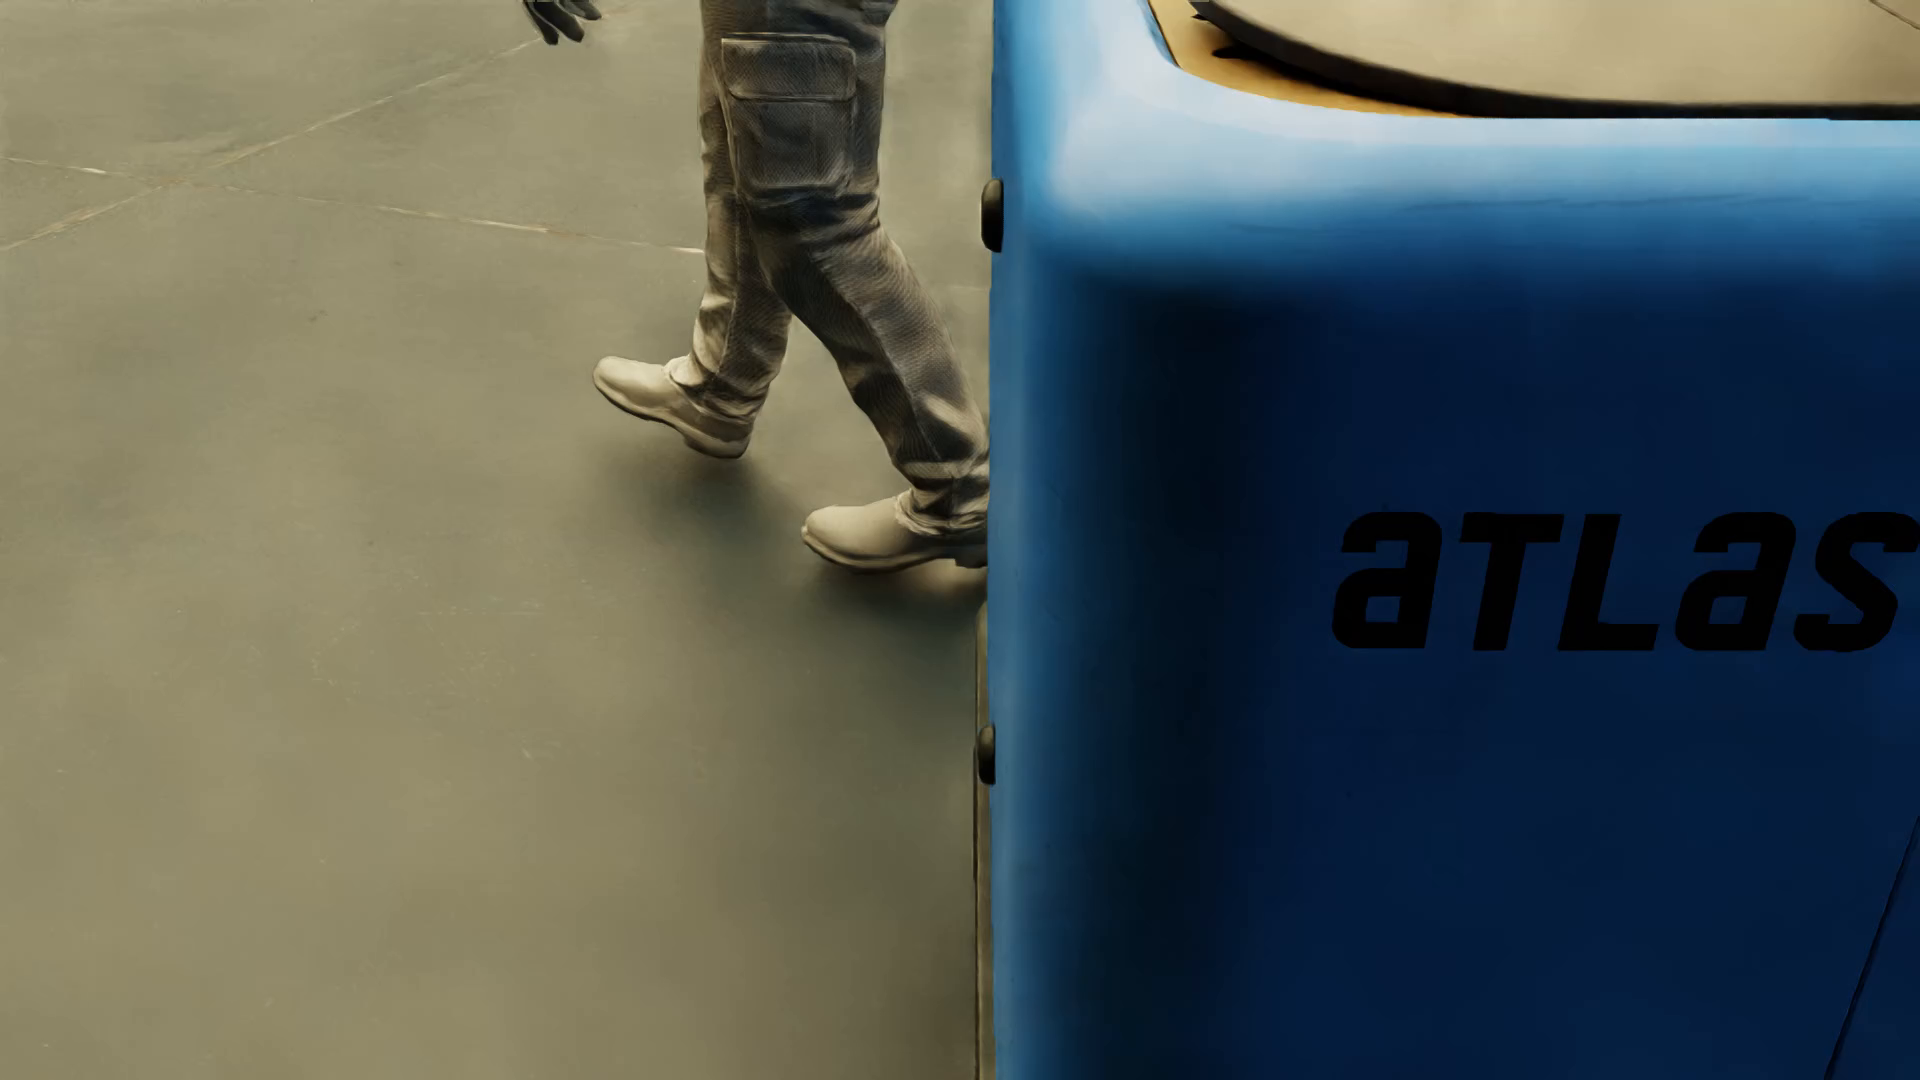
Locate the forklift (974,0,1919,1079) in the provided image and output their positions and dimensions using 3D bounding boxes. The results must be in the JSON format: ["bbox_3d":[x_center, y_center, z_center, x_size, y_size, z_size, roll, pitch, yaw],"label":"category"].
[{"bbox_3d":[1.529,-0.709,0.778,3.031,2.935,1.130,0,30,0],"label":"forklift"}]

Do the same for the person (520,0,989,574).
[{"bbox_3d":[-0.279,-0.818,2.118,0.781,1.751,0.732,7,30,13],"label":"person"}]
